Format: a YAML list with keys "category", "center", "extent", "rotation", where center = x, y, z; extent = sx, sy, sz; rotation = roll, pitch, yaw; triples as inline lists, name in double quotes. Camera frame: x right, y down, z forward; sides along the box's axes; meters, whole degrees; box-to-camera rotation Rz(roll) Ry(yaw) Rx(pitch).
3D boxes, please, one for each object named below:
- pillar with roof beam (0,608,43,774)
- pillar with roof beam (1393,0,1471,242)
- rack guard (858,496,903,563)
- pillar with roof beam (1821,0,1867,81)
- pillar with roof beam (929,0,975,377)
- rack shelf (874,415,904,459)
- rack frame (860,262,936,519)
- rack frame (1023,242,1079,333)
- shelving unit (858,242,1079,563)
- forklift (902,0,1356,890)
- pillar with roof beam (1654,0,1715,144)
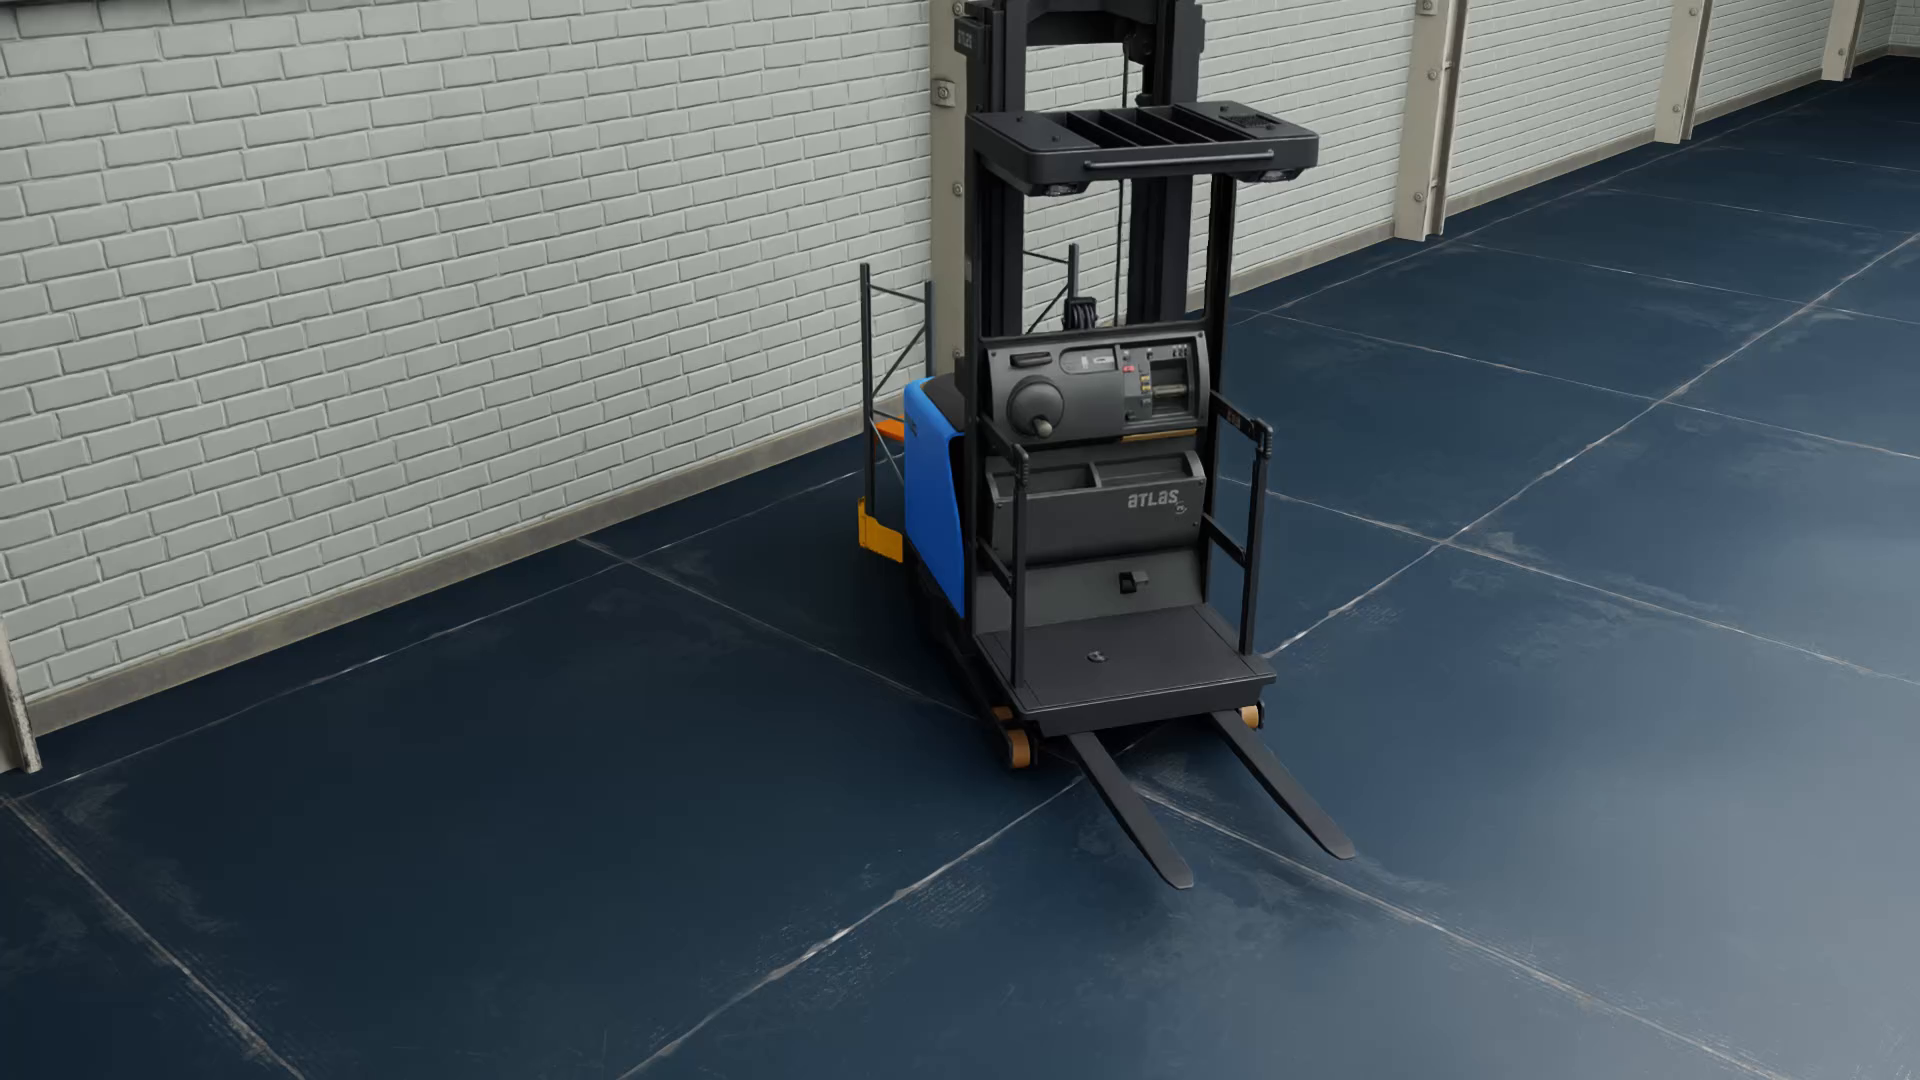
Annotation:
- category: "pillar with roof beam"
  center: [-0.735, -1.992, 2.194]
  extent: [9.100, 9.000, 0.400]
  rotation: [20, 31, 38]
- category: "pillar with roof beam"
  center: [7.274, -5.648, 10.348]
  extent: [9.100, 9.000, 0.400]
  rotation: [20, 31, 38]
- category: "rack guard"
  center: [-0.300, -0.022, 8.494]
  extent: [0.587, 0.250, 0.087]
  rotation: [22, 32, 40]
- category: "pillar with roof beam"
  center: [15.283, -9.304, 18.502]
  extent: [9.100, 9.000, 0.400]
  rotation: [20, 31, 38]
- category: "pillar with roof beam"
  center: [3.270, -3.820, 6.271]
  extent: [9.100, 9.000, 0.400]
  rotation: [20, 31, 38]
- category: "rack shelf"
  center: [0.058, -0.575, 8.639]
  extent: [0.538, 0.185, 1.000]
  rotation: [22, 32, 40]
- category: "rack frame"
  center: [-0.300, -0.592, 8.237]
  extent: [0.500, 1.500, 0.032]
  rotation: [22, 32, 40]
- category: "rack frame"
  center: [0.417, -0.887, 8.894]
  extent: [0.500, 1.500, 0.032]
  rotation: [22, 32, 40]
- category: "shelving unit"
  center: [0.052, -0.737, 8.560]
  extent: [0.587, 1.500, 1.083]
  rotation: [22, 32, 40]
- category: "forklift"
  center: [0.624, -0.593, 6.491]
  extent: [1.130, 2.935, 3.031]
  rotation: [-7, 25, -15]
- category: "pillar with roof beam"
  center: [11.279, -7.476, 14.425]
  extent: [9.100, 9.000, 0.400]
  rotation: [20, 31, 38]
